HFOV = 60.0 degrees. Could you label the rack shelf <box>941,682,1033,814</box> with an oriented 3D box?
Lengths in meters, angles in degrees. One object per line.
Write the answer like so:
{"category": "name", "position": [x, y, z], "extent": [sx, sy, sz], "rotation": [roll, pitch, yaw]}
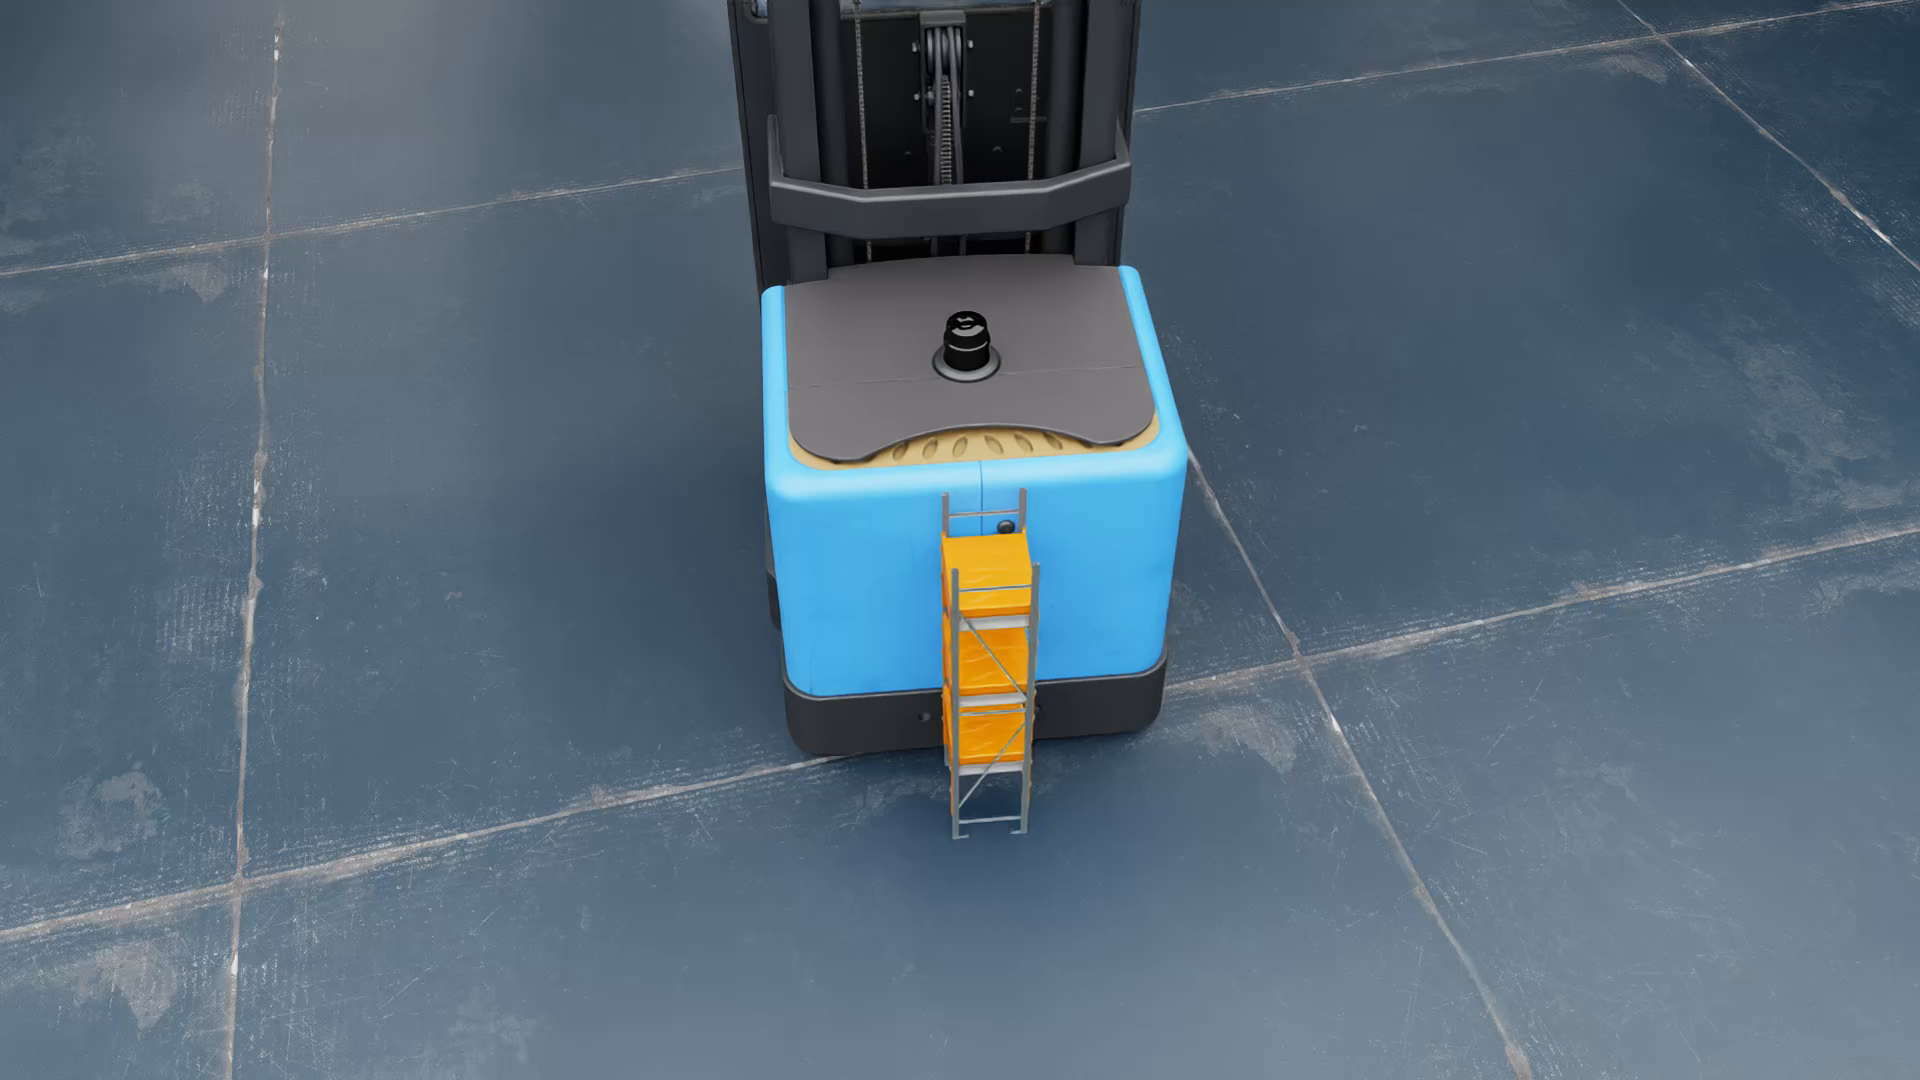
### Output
{"category": "rack shelf", "position": [0.069, 0.542, 4.388], "extent": [0.215, 0.259, 0.240], "rotation": [-4, 46, -4]}

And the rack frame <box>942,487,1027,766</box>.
{"category": "rack frame", "position": [0.057, 0.253, 4.267], "extent": [0.200, 1.050, 0.008], "rotation": [-4, 46, -4]}

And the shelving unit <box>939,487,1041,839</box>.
{"category": "shelving unit", "position": [0.069, 0.340, 4.182], "extent": [0.215, 1.050, 0.252], "rotation": [-4, 46, -4]}

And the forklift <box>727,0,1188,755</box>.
{"category": "forklift", "position": [-0.089, -1.490, 4.658], "extent": [1.130, 2.935, 3.031], "rotation": [-4, 46, -4]}

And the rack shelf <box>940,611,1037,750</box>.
{"category": "rack shelf", "position": [0.069, 0.347, 4.189], "extent": [0.215, 0.259, 0.240], "rotation": [-4, 46, -4]}

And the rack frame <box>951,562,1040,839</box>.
{"category": "rack frame", "position": [0.080, 0.427, 4.097], "extent": [0.200, 1.050, 0.008], "rotation": [-4, 46, -4]}

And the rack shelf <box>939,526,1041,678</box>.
{"category": "rack shelf", "position": [0.069, 0.149, 3.987], "extent": [0.215, 0.259, 0.240], "rotation": [-4, 46, -4]}
